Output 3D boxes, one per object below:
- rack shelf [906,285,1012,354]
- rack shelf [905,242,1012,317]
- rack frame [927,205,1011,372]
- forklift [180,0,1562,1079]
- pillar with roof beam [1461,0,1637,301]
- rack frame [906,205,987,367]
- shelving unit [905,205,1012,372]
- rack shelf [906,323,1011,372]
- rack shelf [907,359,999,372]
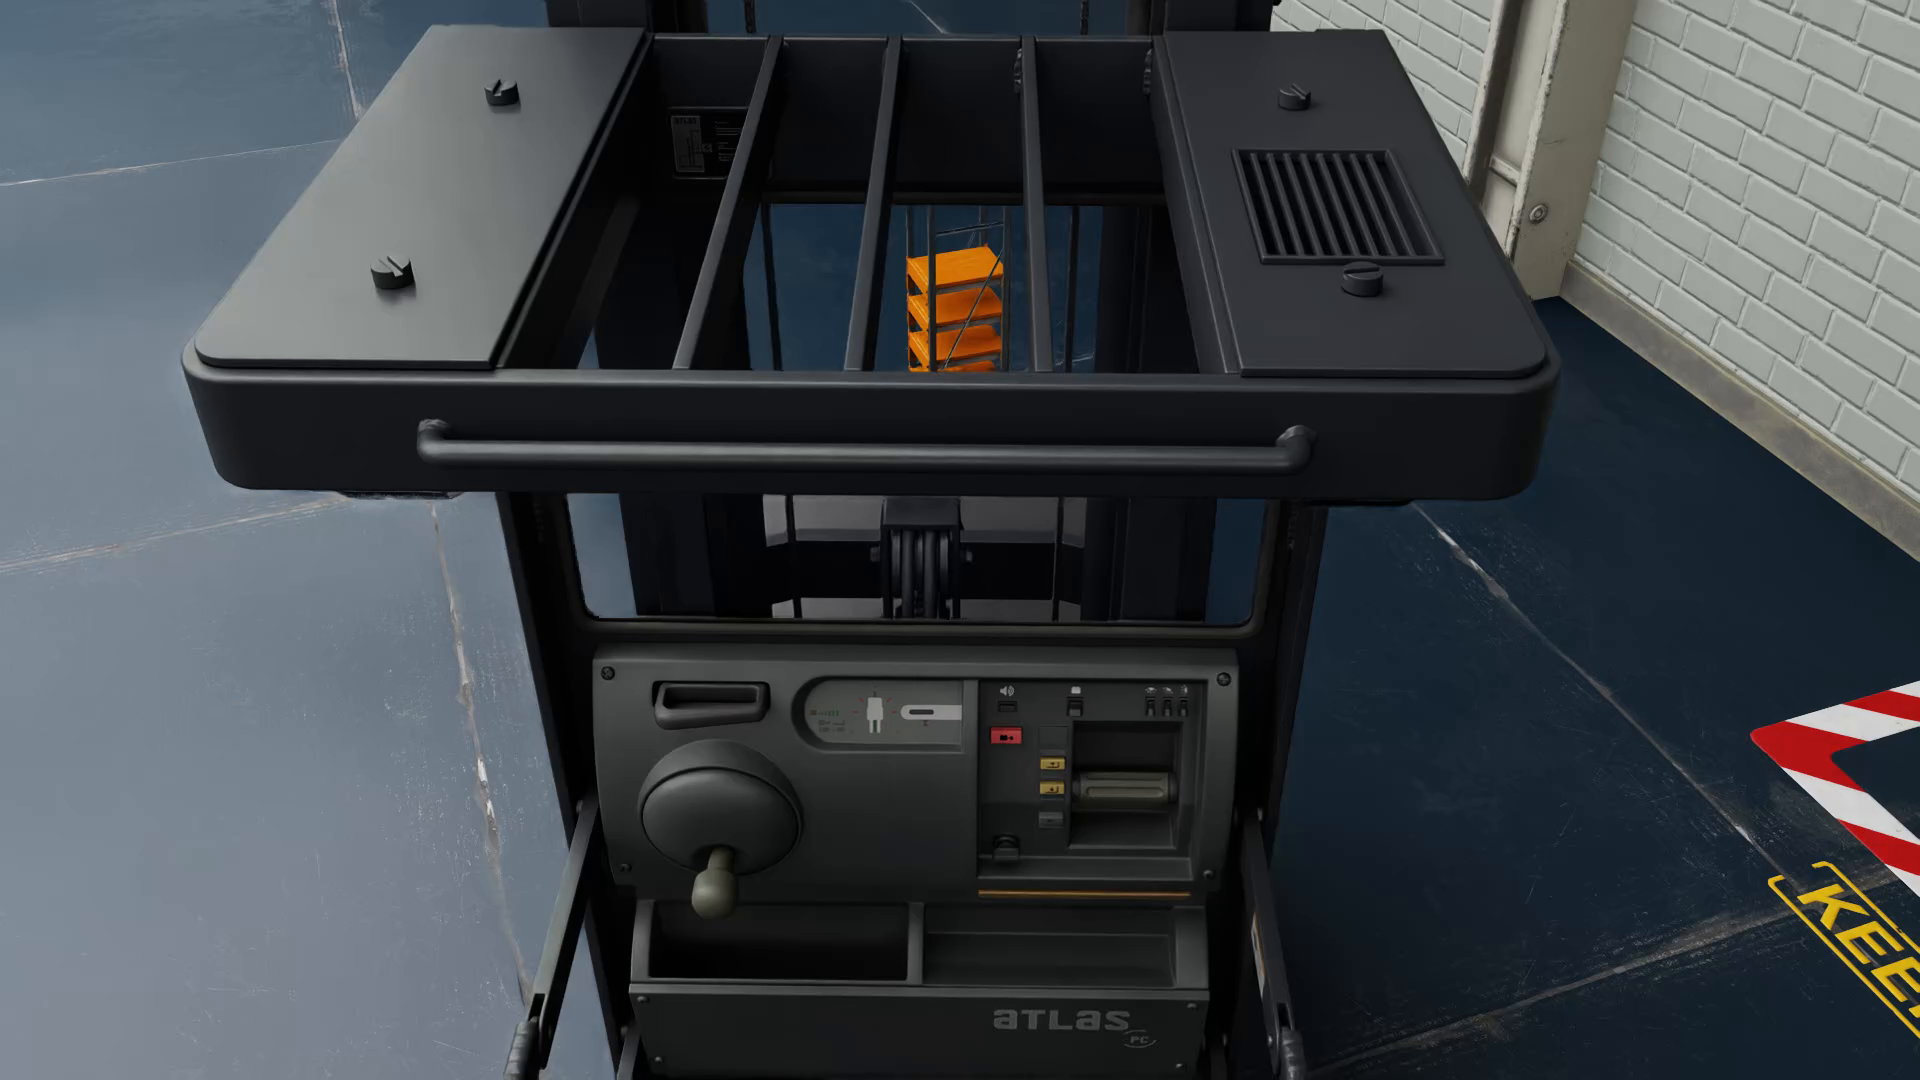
[{"bbox_3d":[-0.005,-0.644,4.782,0.258,0.103,0.180,-12,39,-16],"label":"rack shelf"},{"bbox_3d":[-0.005,-0.739,4.710,0.258,0.103,0.180,-12,39,-16],"label":"rack shelf"},{"bbox_3d":[0.026,-0.436,4.831,0.240,1.200,0.006,-12,39,-16],"label":"rack frame"},{"bbox_3d":[-0.066,0.421,2.254,1.130,2.935,3.031,1,37,1],"label":"forklift"},{"bbox_3d":[-1.871,-3.751,2.751,9.100,9.000,0.400,-12,39,-16],"label":"pillar with roof beam"},{"bbox_3d":[-0.036,-0.539,4.968,0.240,1.200,0.006,-12,39,-16],"label":"rack frame"},{"bbox_3d":[-0.005,-0.487,4.900,0.258,1.200,0.189,-12,39,-16],"label":"shelving unit"},{"bbox_3d":[-0.005,-0.548,4.854,0.258,0.103,0.180,-12,39,-16],"label":"rack shelf"},{"bbox_3d":[-0.005,-0.452,4.927,0.258,0.103,0.180,-12,39,-16],"label":"rack shelf"}]
